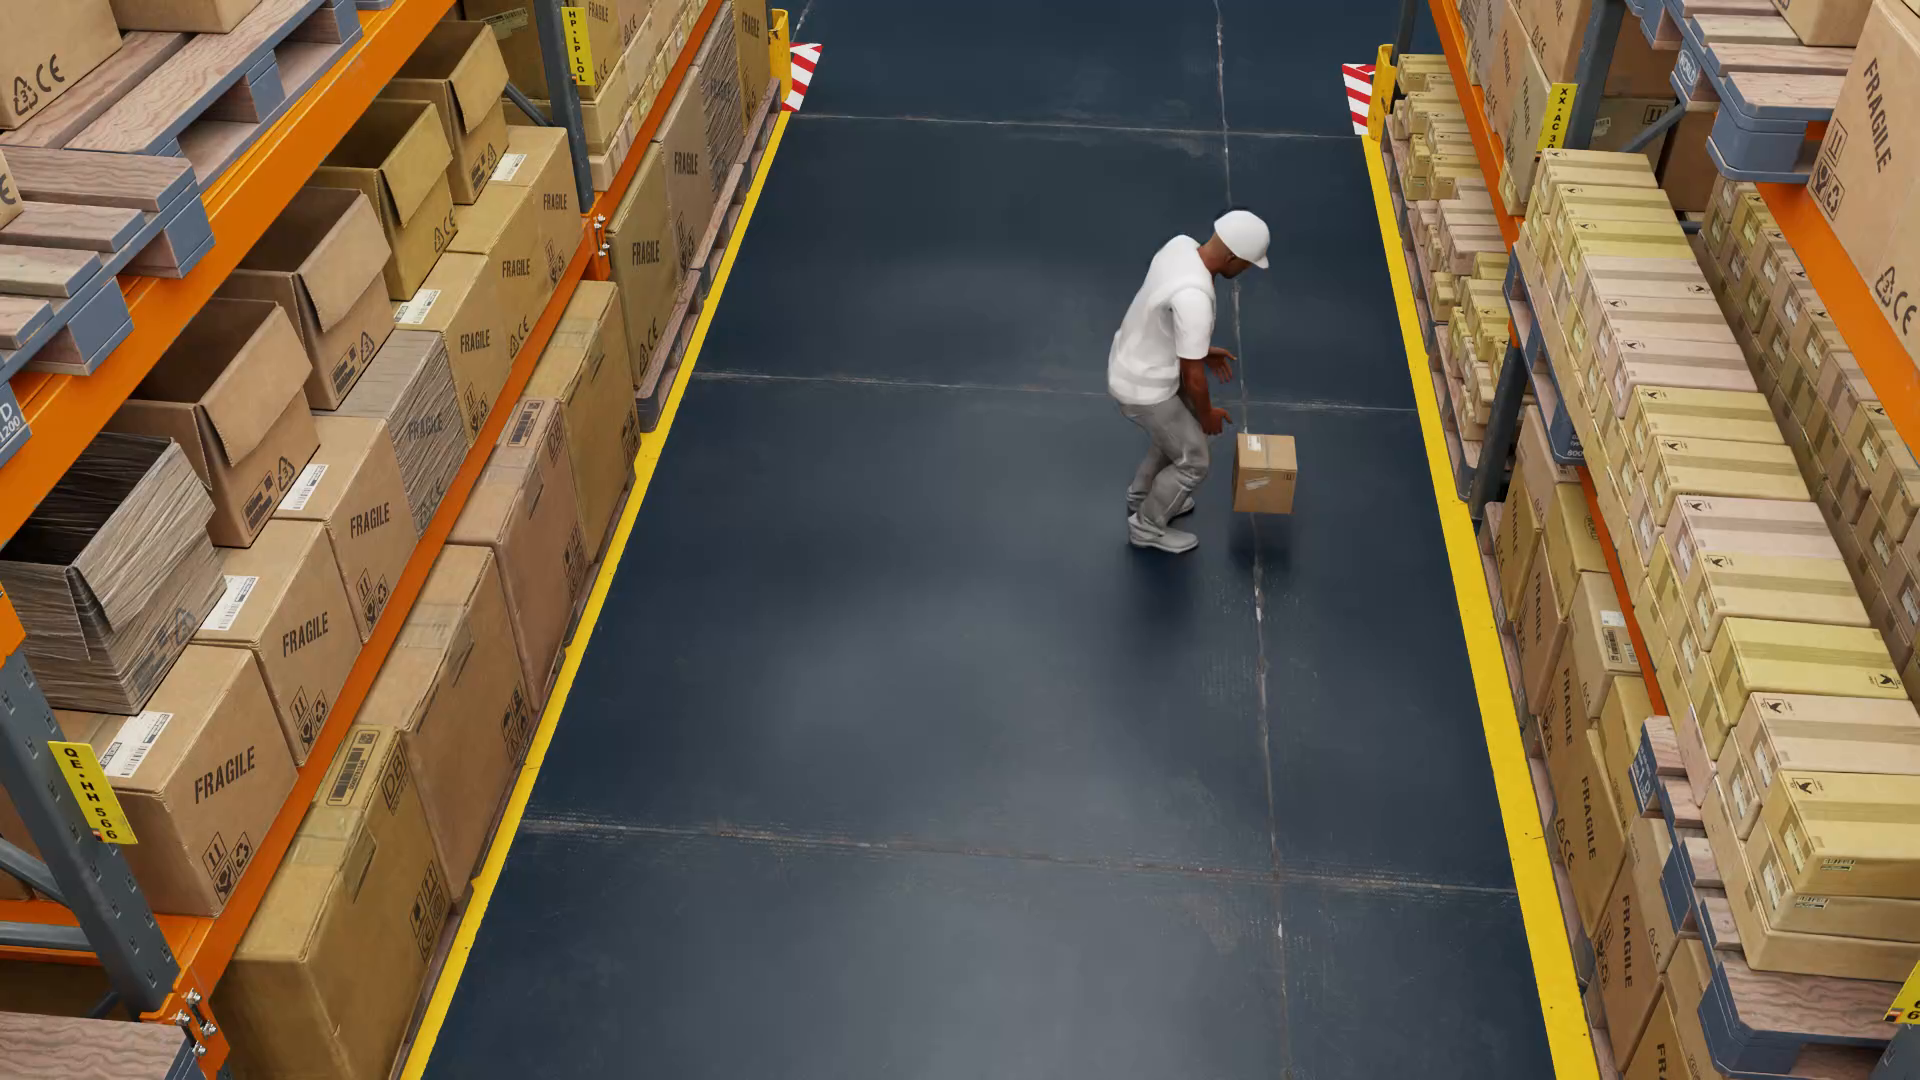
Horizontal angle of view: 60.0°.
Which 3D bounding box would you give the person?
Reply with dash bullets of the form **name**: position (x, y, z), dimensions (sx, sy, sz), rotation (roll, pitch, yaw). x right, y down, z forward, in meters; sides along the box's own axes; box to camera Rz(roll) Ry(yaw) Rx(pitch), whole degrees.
- **person**: position (0.940, -0.699, 7.114), dimensions (0.622, 1.591, 0.620), rotation (4, 40, 4)
